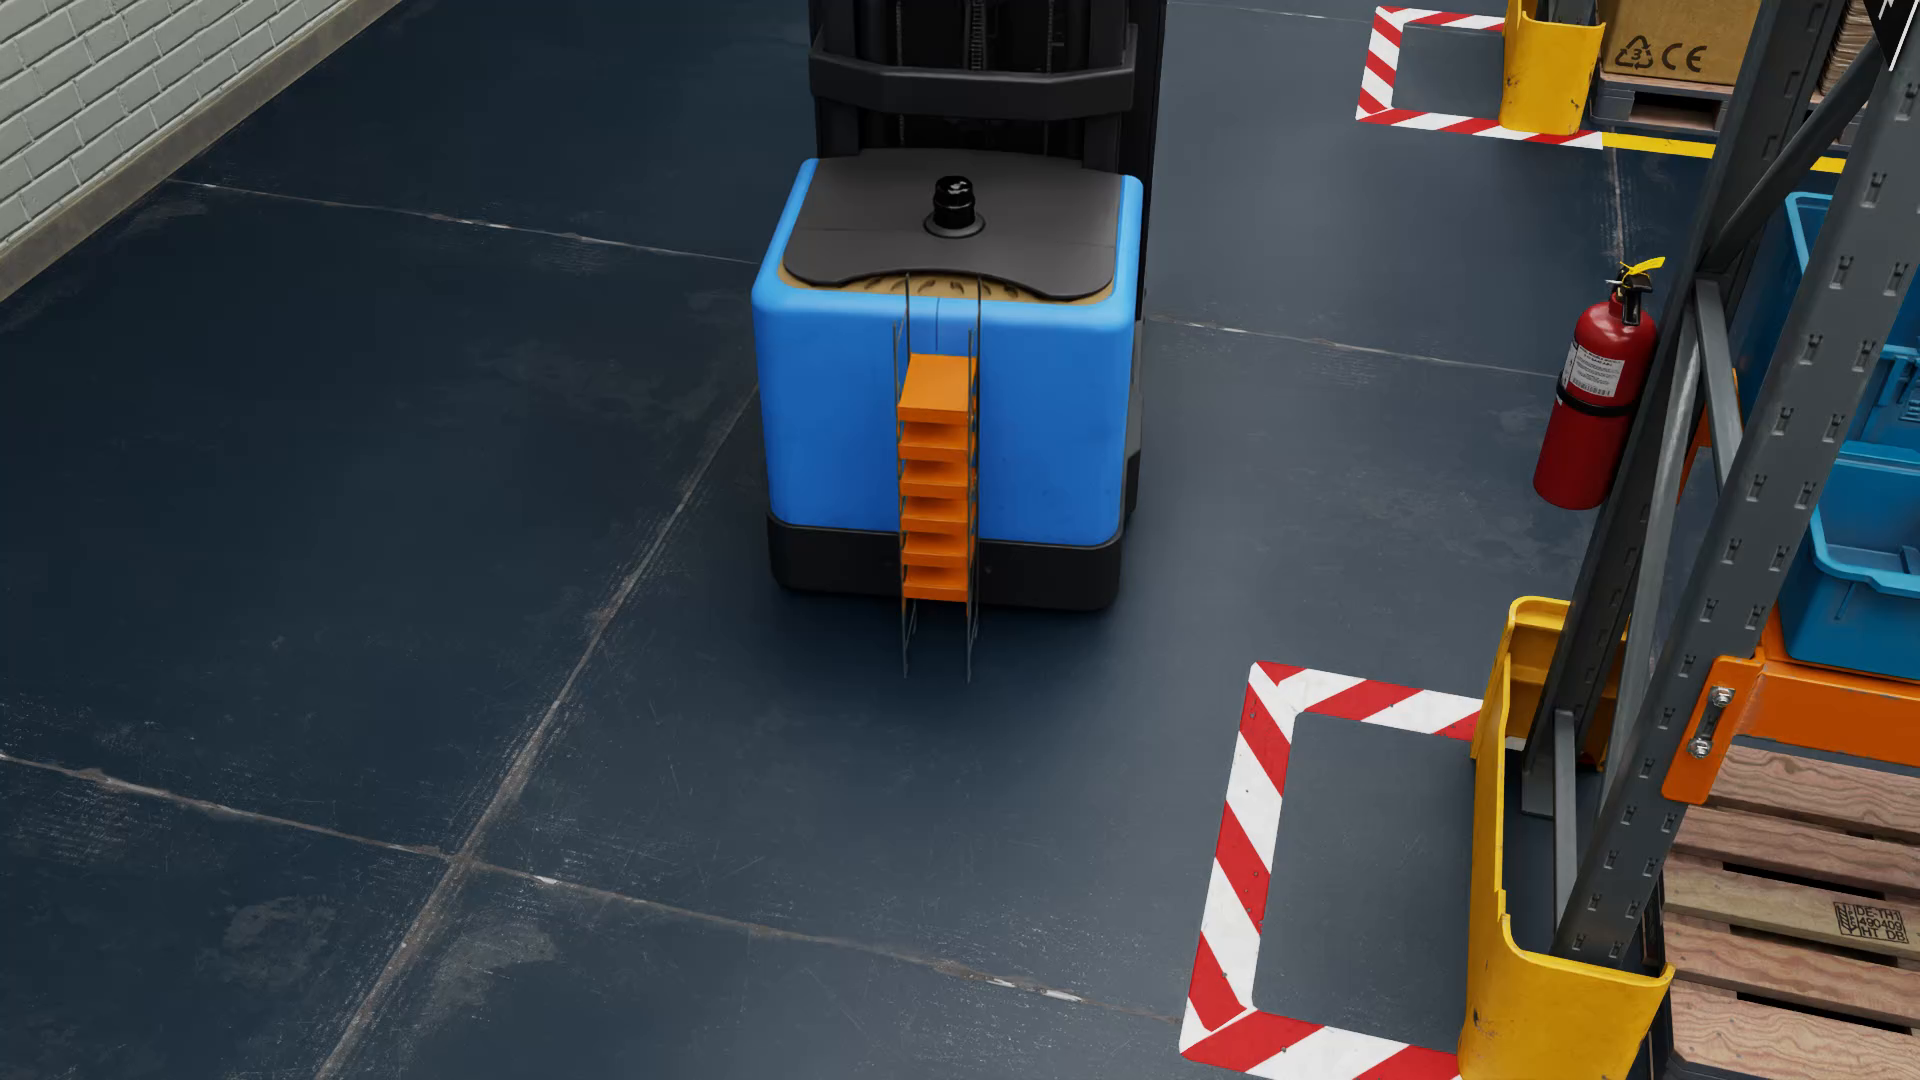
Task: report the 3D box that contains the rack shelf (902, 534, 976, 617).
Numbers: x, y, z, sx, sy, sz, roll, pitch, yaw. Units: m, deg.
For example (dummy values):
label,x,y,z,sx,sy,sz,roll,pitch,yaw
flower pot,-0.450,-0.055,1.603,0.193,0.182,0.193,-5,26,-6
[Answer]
label,x,y,z,sx,sy,sz,roll,pitch,yaw
rack shelf,-0.054,0.088,4.654,0.180,0.103,0.258,4,40,5

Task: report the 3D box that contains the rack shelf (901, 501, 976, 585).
label,x,y,z,sx,sy,sz,roll,pitch,yaw
rack shelf,-0.054,-0.004,4.577,0.180,0.103,0.258,4,40,5

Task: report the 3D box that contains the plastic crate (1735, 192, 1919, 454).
label,x,y,z,sx,sy,sz,roll,pitch,yaw
plastic crate,1.841,-0.340,3.248,0.499,0.435,0.616,10,41,11

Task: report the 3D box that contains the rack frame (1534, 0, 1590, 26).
label,x,y,z,sx,sy,sz,roll,pitch,yaw
rack frame,2.749,-3.320,6.870,0.127,3.000,1.000,10,41,11

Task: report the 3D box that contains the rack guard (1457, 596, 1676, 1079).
label,x,y,z,sx,sy,sz,roll,pitch,yaw
rack guard,1.442,0.719,4.006,0.348,0.500,1.175,10,41,11

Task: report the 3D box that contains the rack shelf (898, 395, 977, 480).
label,x,y,z,sx,sy,sz,roll,pitch,yaw
rack shelf,-0.054,-0.279,4.344,0.180,0.103,0.258,4,40,5

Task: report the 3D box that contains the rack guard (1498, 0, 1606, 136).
label,x,y,z,sx,sy,sz,roll,pitch,yaw
rack guard,2.726,-2.367,7.679,0.348,0.500,1.175,10,41,11

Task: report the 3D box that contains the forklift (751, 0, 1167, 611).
label,x,y,z,sx,sy,sz,roll,pitch,yaw
forklift,0.111,-1.857,5.182,1.130,2.935,3.031,4,40,5

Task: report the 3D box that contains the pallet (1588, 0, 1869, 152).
label,x,y,z,sx,sy,sz,roll,pitch,yaw
pallet,3.542,-2.168,7.667,1.213,0.211,1.003,10,41,11

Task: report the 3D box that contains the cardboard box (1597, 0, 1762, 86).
label,x,y,z,sx,sy,sz,roll,pitch,yaw
cardboard box,3.388,-2.610,7.351,0.875,0.875,0.875,10,41,11

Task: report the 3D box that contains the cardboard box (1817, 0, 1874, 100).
label,x,y,z,sx,sy,sz,roll,pitch,yaw
cardboard box,4.267,-2.459,7.171,0.875,0.875,0.875,10,41,11

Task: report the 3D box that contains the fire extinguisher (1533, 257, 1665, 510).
label,x,y,z,sx,sy,sz,roll,pitch,yaw
fire extinguisher,1.441,-0.378,3.717,0.183,0.674,0.296,10,41,11

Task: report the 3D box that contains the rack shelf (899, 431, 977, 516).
label,x,y,z,sx,sy,sz,roll,pitch,yaw
rack shelf,-0.054,-0.187,4.422,0.180,0.103,0.258,4,40,5

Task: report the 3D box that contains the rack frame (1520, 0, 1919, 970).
label,x,y,z,sx,sy,sz,roll,pitch,yaw
rack frame,1.469,-0.243,3.207,0.127,3.000,1.000,10,41,11

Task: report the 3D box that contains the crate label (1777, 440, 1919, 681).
label,x,y,z,sx,sy,sz,roll,pitch,yaw
crate label,1.622,0.044,2.949,0.303,0.233,0.416,10,41,11

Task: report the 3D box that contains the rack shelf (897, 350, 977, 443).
label,x,y,z,sx,sy,sz,roll,pitch,yaw
rack shelf,-0.054,-0.370,4.267,0.180,0.103,0.258,4,40,5

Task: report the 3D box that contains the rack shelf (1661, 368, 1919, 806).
label,x,y,z,sx,sy,sz,roll,pitch,yaw
rack shelf,3.401,0.365,3.042,4.000,0.370,1.077,10,41,11

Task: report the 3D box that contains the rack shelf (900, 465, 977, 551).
label,x,y,z,sx,sy,sz,roll,pitch,yaw
rack shelf,-0.054,-0.095,4.499,0.180,0.103,0.258,4,40,5

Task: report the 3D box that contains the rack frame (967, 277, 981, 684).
label,x,y,z,sx,sy,sz,roll,pitch,yaw
rack frame,0.037,-0.123,4.462,0.006,1.200,0.240,4,40,5

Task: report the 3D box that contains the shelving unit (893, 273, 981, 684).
label,x,y,z,sx,sy,sz,roll,pitch,yaw
shelving unit,-0.054,-0.129,4.470,0.189,1.200,0.258,4,40,5

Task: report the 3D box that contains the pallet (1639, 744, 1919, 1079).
label,x,y,z,sx,sy,sz,roll,pitch,yaw
pallet,2.256,0.986,3.911,1.213,0.211,1.003,10,41,11

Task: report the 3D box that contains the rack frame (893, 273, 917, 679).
label,x,y,z,sx,sy,sz,roll,pitch,yaw
rack frame,-0.145,-0.136,4.478,0.006,1.200,0.240,4,40,5

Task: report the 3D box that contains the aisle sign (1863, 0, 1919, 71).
label,x,y,z,sx,sy,sz,roll,pitch,yaw
aisle sign,1.323,-1.066,2.165,0.004,0.787,0.394,10,41,11
